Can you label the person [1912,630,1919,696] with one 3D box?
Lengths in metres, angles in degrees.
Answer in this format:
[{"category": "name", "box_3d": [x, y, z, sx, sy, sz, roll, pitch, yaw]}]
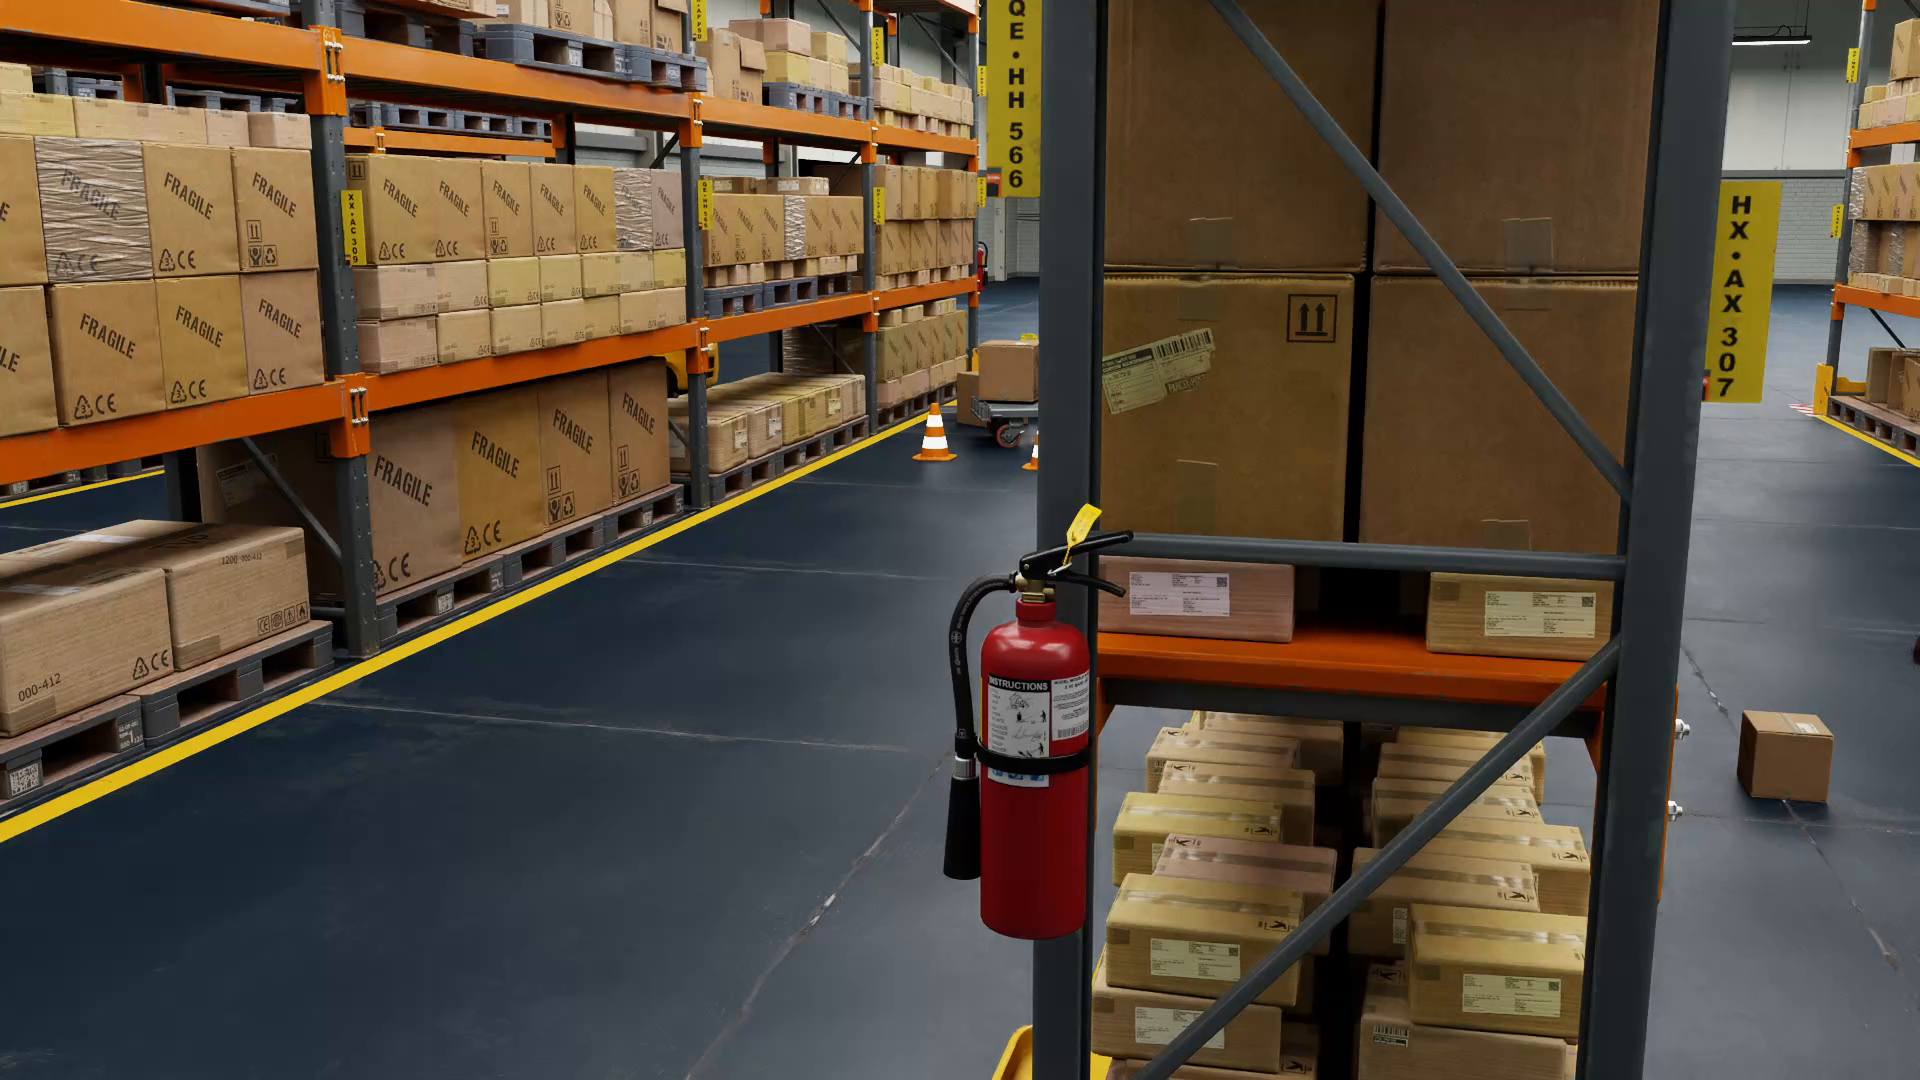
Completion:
[{"category": "person", "box_3d": [2.703, 0.354, 4.130, 0.610, 1.803, 0.479, 3, 12, 15]}]
